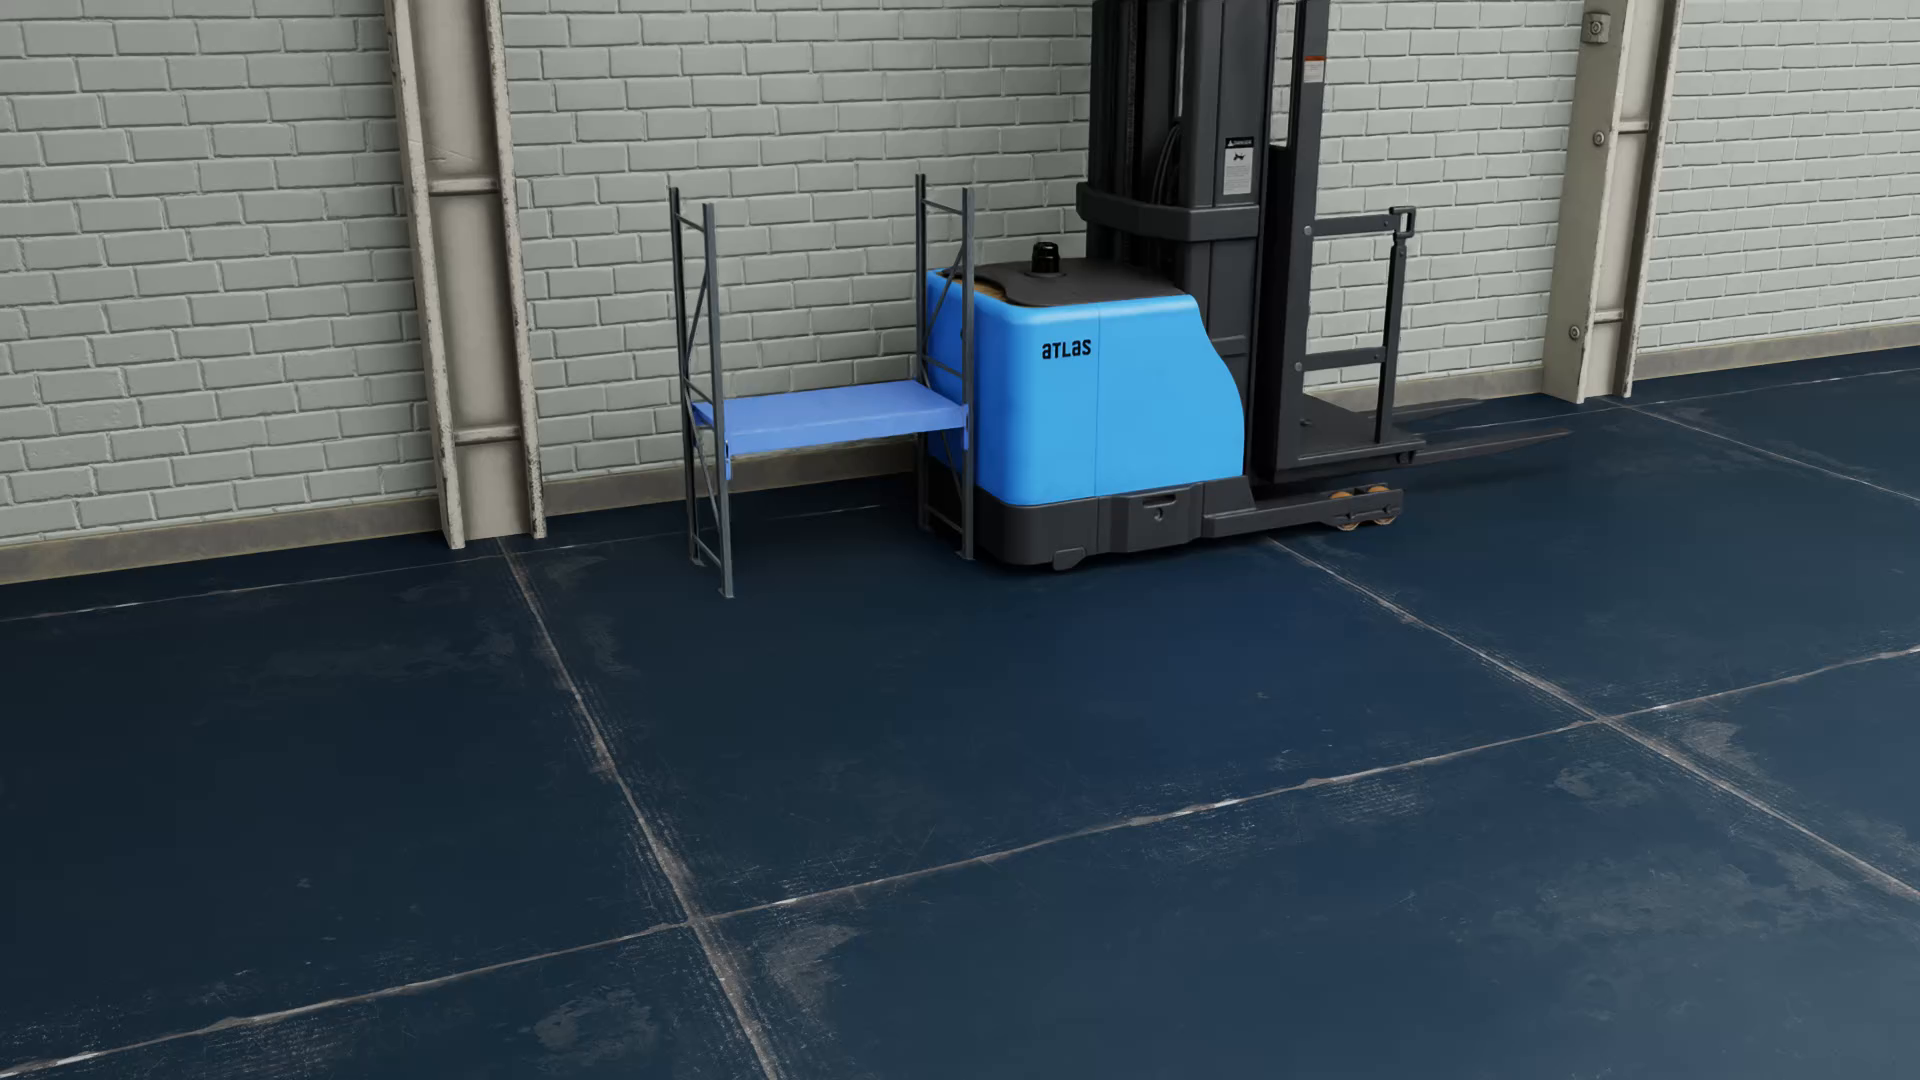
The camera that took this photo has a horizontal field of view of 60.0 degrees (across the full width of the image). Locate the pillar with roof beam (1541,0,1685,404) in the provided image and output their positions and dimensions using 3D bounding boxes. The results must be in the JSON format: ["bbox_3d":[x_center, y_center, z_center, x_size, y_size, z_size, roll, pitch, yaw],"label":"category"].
[{"bbox_3d":[5.219,-3.755,4.138,0.400,9.000,9.100,-8,21,-22],"label":"pillar with roof beam"}]

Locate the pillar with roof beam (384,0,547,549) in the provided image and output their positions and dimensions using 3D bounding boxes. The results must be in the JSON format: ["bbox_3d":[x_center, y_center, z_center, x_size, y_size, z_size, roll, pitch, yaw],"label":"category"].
[{"bbox_3d":[-0.290,-2.966,1.896,0.400,9.000,9.100,-8,21,-22],"label":"pillar with roof beam"}]

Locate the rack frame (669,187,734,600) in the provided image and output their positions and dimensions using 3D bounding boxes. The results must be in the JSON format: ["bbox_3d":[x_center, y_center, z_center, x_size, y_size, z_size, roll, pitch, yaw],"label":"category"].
[{"bbox_3d":[-0.988,-0.555,6.341,0.032,1.500,0.500,-9,21,-23],"label":"rack frame"}]

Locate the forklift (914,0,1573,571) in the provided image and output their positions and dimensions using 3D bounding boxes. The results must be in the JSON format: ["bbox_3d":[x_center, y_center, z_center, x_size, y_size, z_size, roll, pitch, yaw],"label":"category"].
[{"bbox_3d":[1.361,-1.571,7.070,3.031,2.935,1.130,-9,21,-23],"label":"forklift"}]

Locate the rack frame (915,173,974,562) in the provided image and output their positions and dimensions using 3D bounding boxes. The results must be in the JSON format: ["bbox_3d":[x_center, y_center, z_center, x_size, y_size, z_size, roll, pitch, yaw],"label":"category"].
[{"bbox_3d":[-0.063,-0.696,6.741,0.032,1.500,0.500,-9,21,-23],"label":"rack frame"}]

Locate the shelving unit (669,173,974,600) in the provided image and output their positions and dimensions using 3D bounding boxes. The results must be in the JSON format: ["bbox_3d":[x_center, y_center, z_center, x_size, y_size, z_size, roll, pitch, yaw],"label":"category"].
[{"bbox_3d":[-0.525,-0.626,6.541,1.048,1.500,0.538,-9,21,-23],"label":"shelving unit"}]

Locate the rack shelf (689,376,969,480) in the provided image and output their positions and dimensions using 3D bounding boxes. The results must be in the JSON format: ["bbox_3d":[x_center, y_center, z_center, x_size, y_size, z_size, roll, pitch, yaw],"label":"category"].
[{"bbox_3d":[-0.525,-0.456,6.601,1.000,0.185,0.538,-9,21,-23],"label":"rack shelf"}]
